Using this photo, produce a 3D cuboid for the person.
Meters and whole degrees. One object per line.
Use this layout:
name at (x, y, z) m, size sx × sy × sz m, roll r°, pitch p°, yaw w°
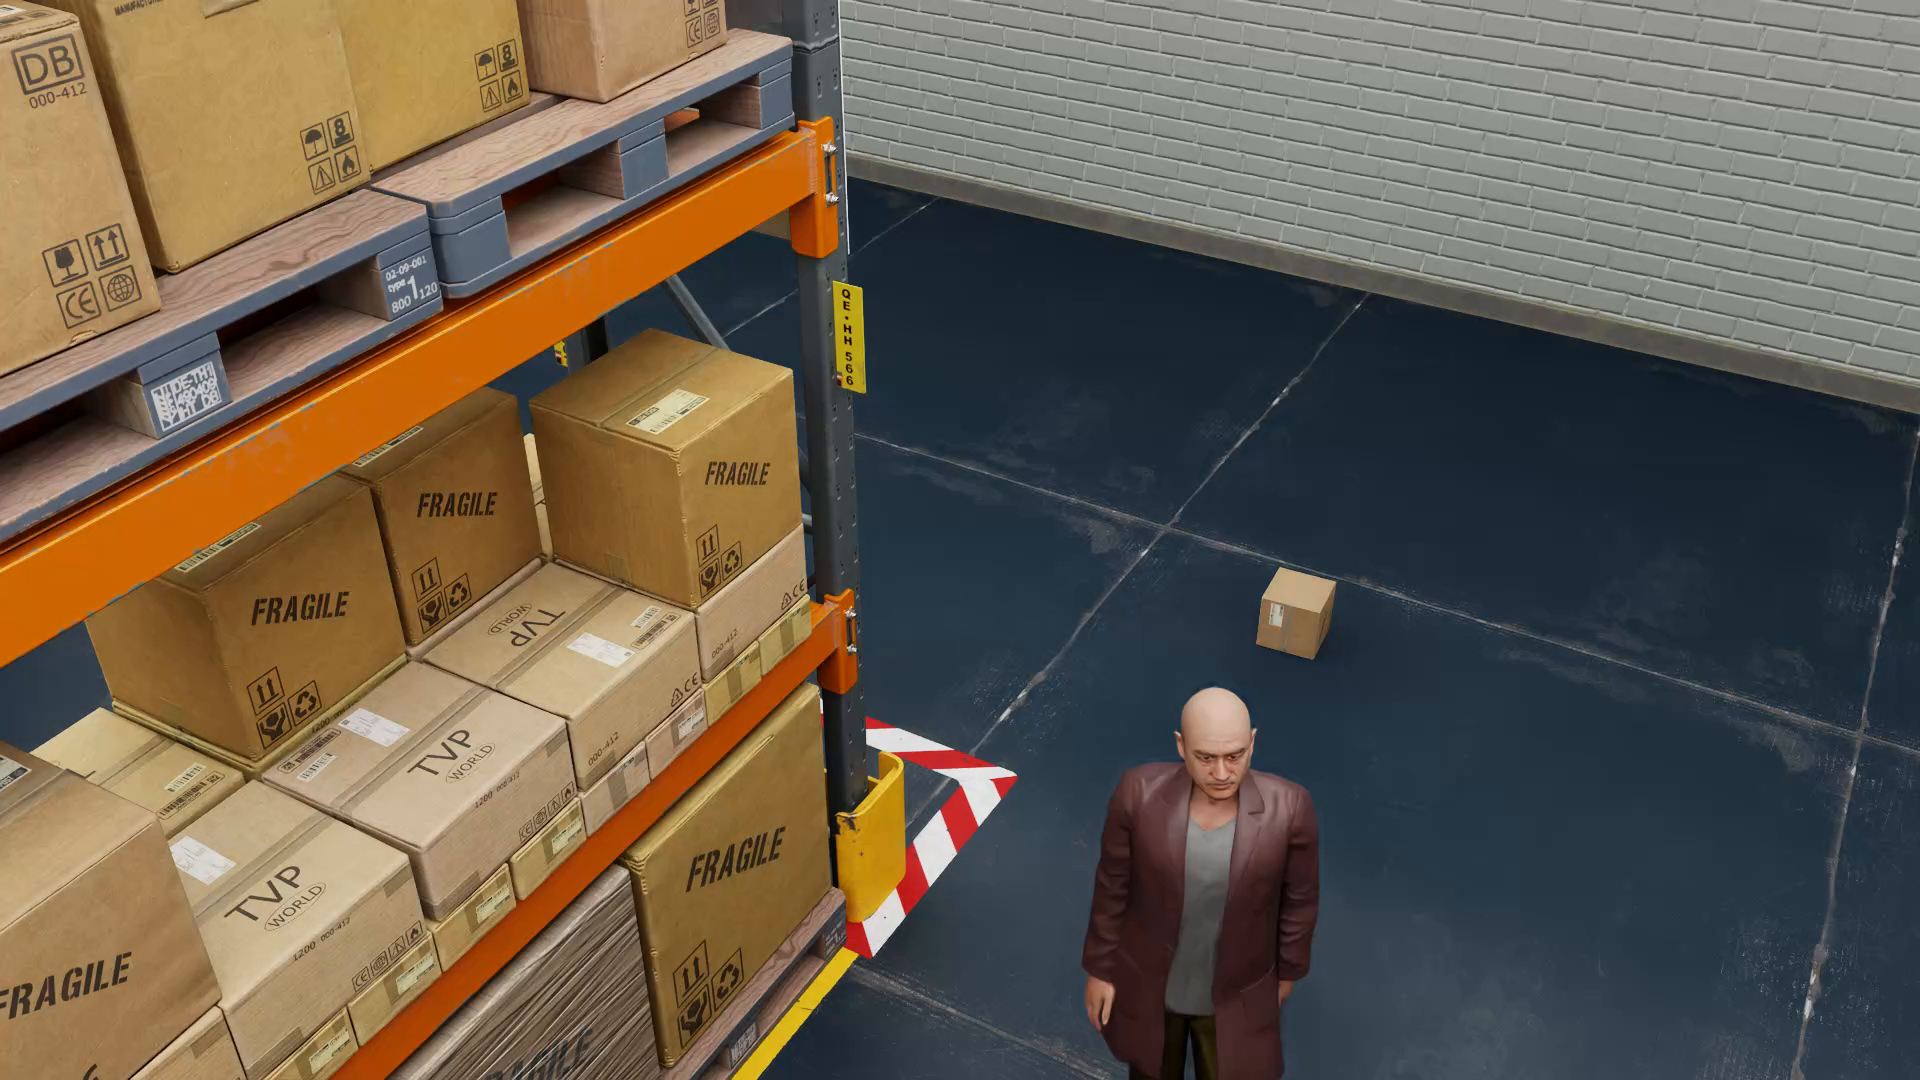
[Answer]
person at (0.617, 1.149, 4.397) m, size 0.593 × 1.780 × 0.534 m, roll 8°, pitch 34°, yaw 11°
